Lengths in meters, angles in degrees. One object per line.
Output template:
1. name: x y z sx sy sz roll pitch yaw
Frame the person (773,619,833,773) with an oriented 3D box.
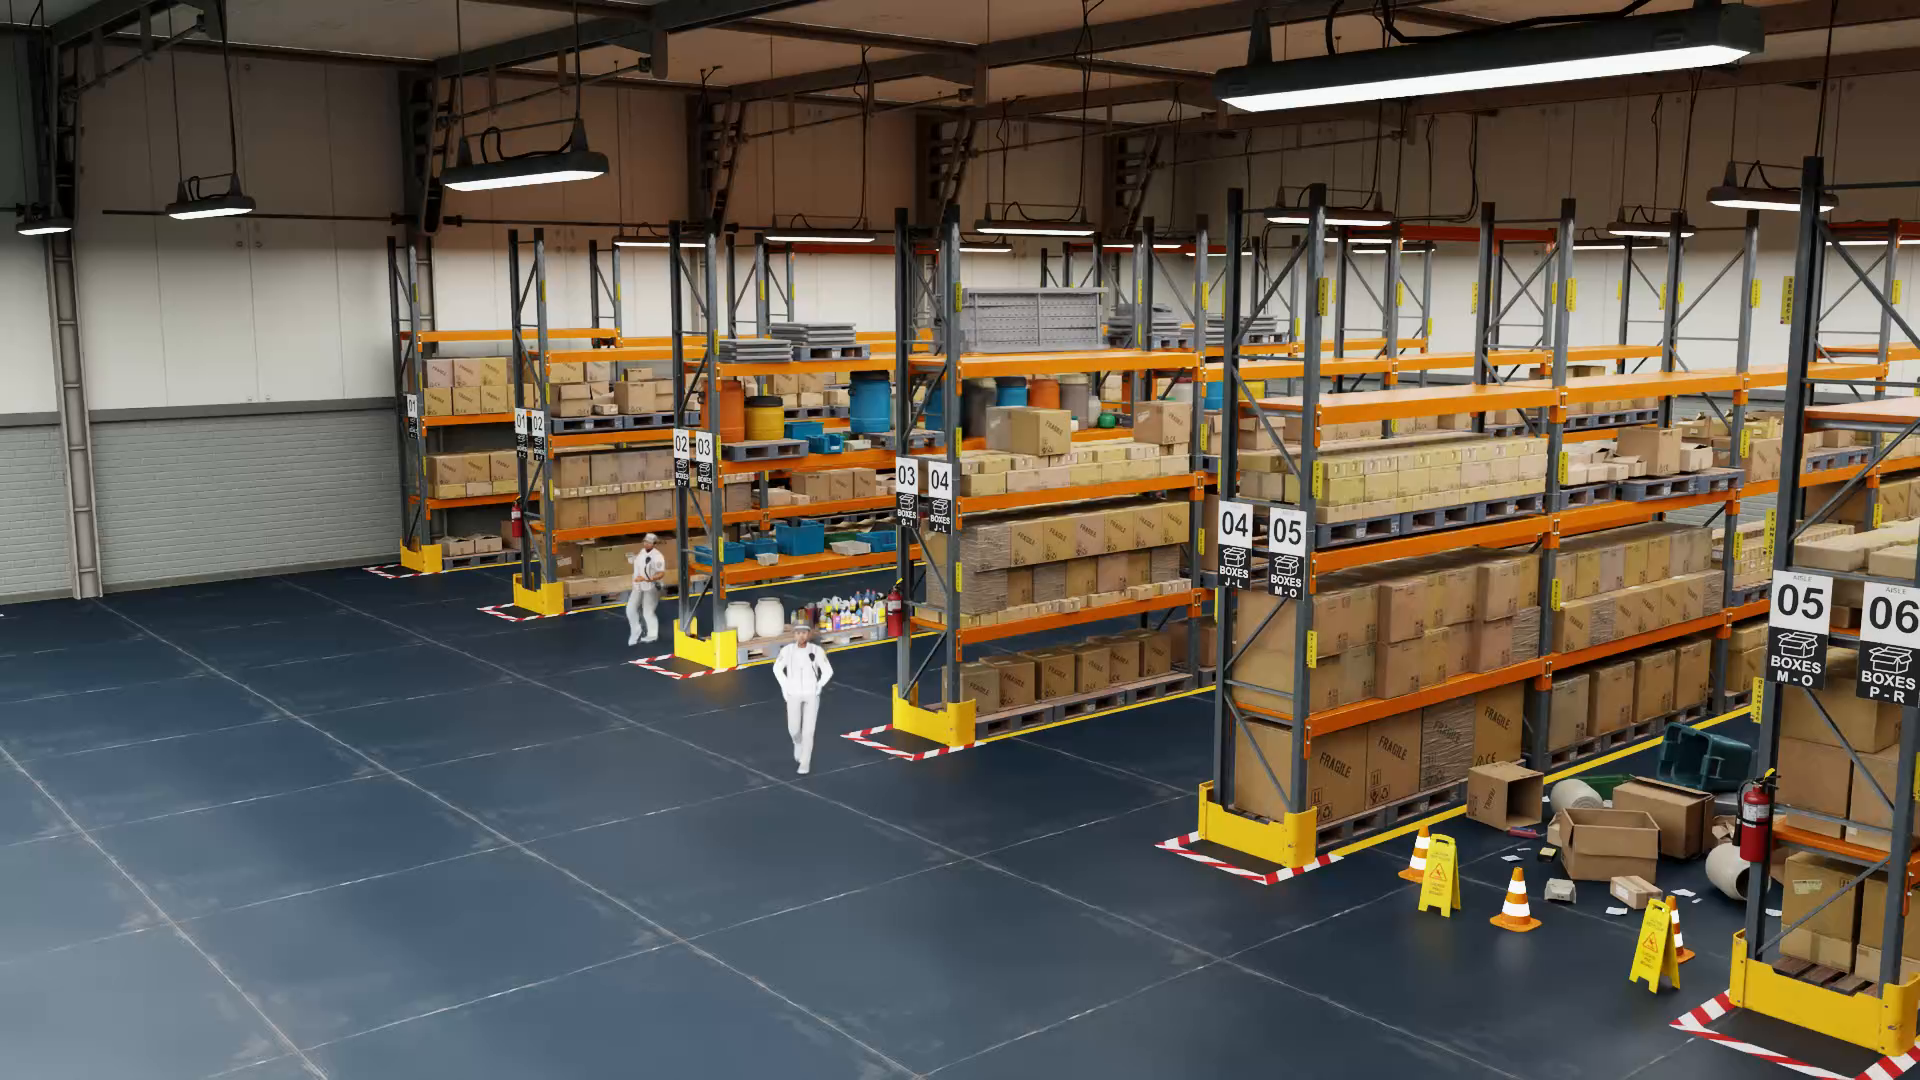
1. person: -1.676 1.644 17.705 0.633 1.653 0.553 0 9 -2

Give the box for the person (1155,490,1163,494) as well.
1. person: 3.979 -0.714 32.578 0.640 1.767 0.619 7 11 37

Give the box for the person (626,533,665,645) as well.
1. person: -4.486 0.717 23.867 0.625 1.666 0.608 5 10 28
